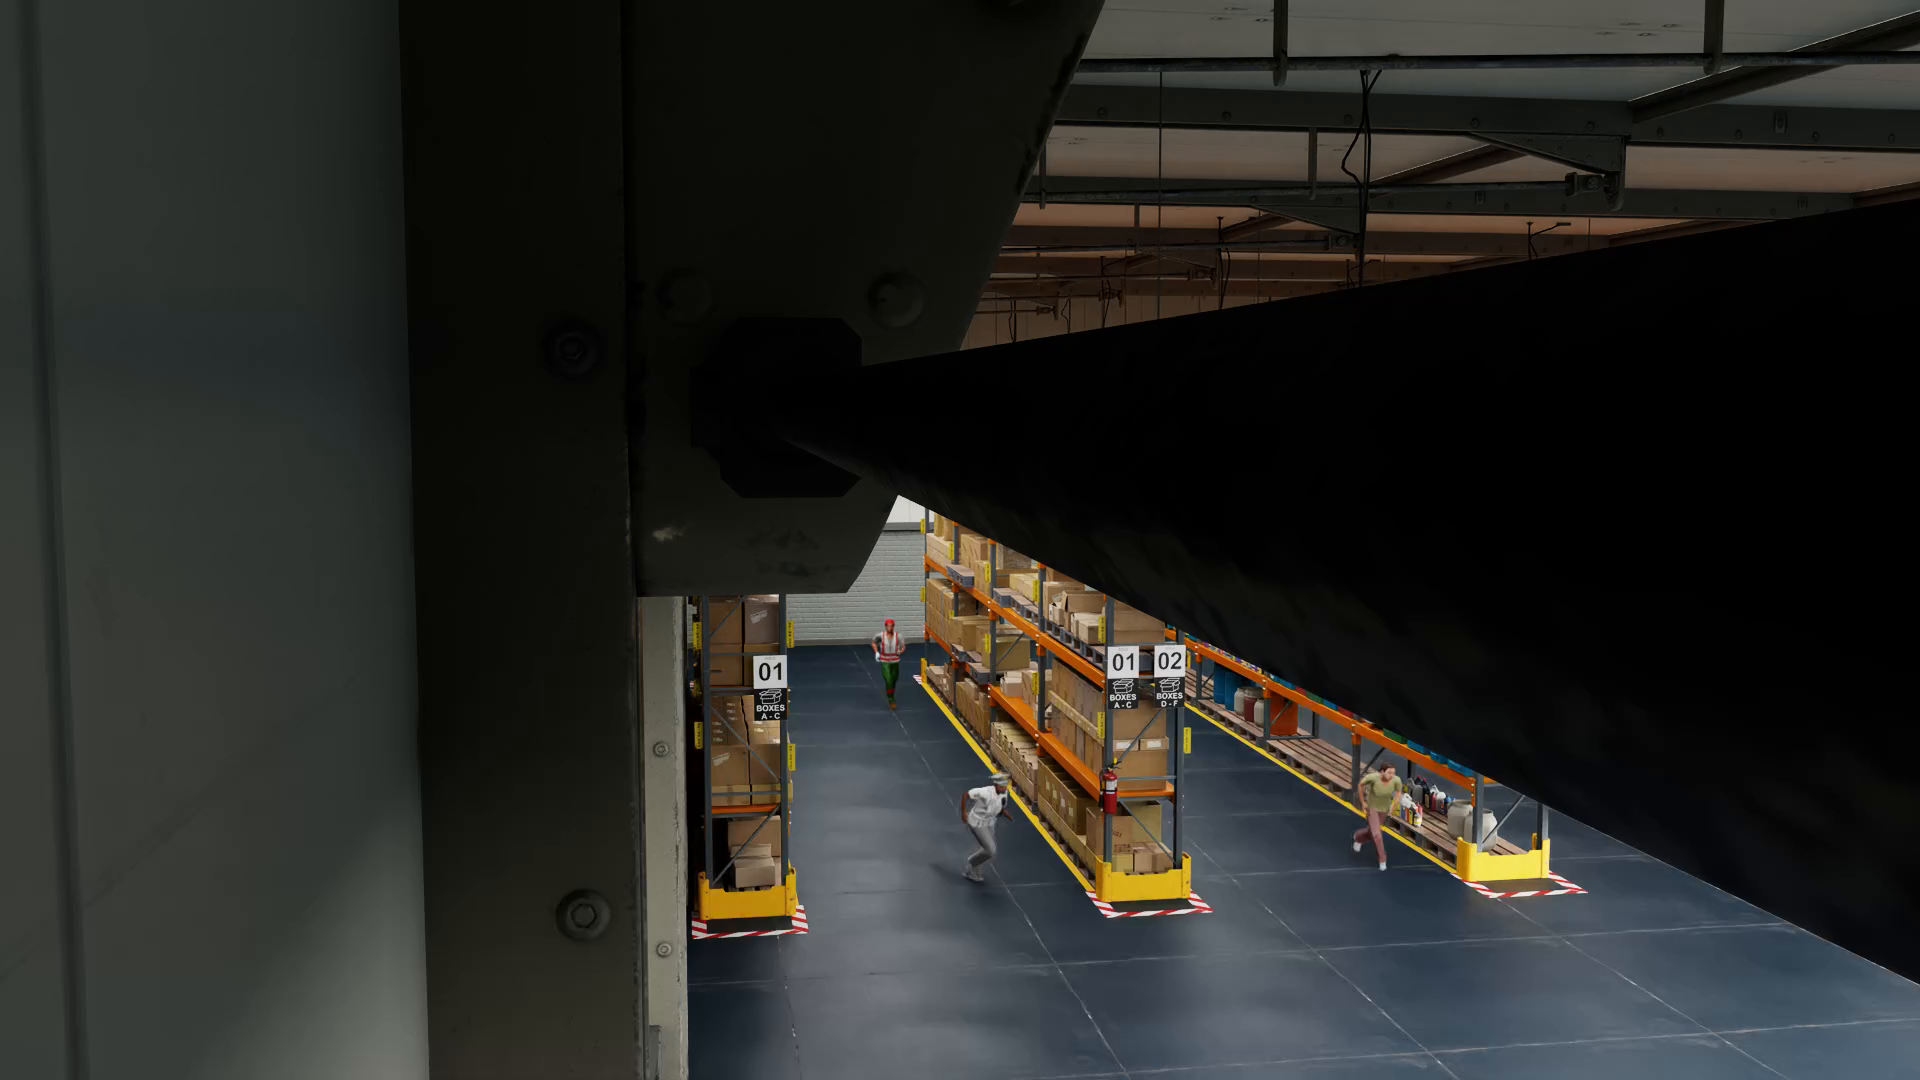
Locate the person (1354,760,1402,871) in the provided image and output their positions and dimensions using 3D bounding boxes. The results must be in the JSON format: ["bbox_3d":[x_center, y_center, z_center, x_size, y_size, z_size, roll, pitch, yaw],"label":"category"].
[{"bbox_3d":[5.602,3.634,22.422,0.577,1.517,1.042,-1,5,-7],"label":"person"}]

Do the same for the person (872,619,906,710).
[{"bbox_3d":[-1.423,2.473,33.618,0.663,1.787,0.902,-1,5,-11],"label":"person"}]

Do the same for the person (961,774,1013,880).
[{"bbox_3d":[0.317,3.707,21.382,0.602,1.492,0.850,-5,7,-43],"label":"person"}]
